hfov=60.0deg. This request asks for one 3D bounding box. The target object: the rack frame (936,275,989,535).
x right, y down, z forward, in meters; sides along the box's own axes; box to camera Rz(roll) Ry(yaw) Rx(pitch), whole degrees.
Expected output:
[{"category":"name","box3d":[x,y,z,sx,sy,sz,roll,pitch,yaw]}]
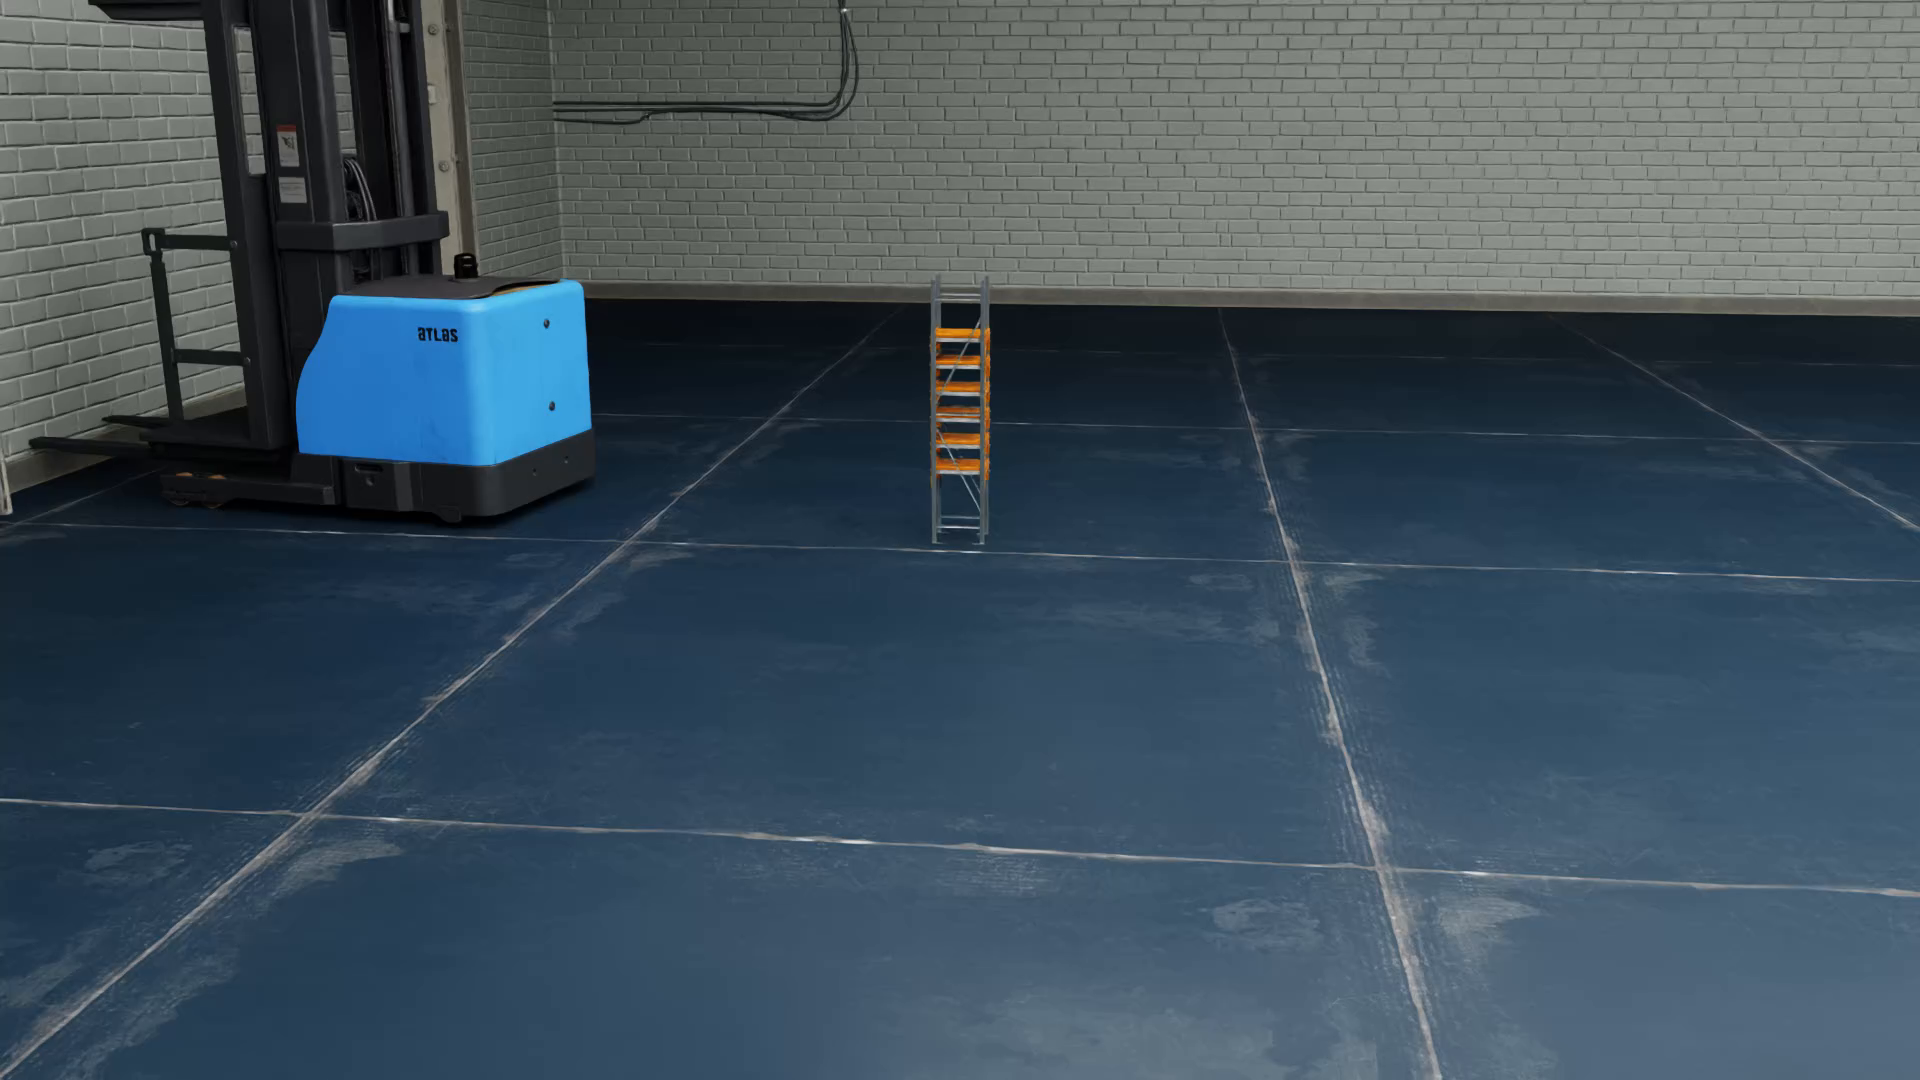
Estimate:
[{"category":"rack frame","box3d":[0.012,-0.607,7.607,0.240,1.200,0.006,2,15,6]}]

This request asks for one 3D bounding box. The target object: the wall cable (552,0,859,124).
[{"category":"wall cable","box3d":[-2.497,-5.216,15.660,3.097,2.526,0.112,2,15,6]}]

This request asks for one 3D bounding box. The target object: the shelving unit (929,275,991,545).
[{"category":"shelving unit","box3d":[0.002,-0.583,7.519,0.258,1.200,0.189,2,15,6]}]

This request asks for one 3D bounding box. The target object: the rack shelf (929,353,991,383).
[{"category":"rack shelf","box3d":[0.002,-0.772,7.468,0.258,0.103,0.180,2,15,6]}]

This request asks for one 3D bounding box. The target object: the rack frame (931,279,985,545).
[{"category":"rack frame","box3d":[-0.009,-0.559,7.432,0.240,1.200,0.006,2,15,6]}]

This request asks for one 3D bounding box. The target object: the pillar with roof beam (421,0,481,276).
[{"category":"pillar with roof beam","box3d":[0.134,-5.863,12.104,9.100,9.000,0.400,2,15,6]}]

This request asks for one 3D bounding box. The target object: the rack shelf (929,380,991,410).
[{"category":"rack shelf","box3d":[0.002,-0.656,7.500,0.258,0.103,0.180,2,15,6]}]

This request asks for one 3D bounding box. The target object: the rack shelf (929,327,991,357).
[{"category":"rack shelf","box3d":[0.002,-0.888,7.437,0.258,0.103,0.180,2,15,6]}]

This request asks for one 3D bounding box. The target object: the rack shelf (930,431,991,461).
[{"category":"rack shelf","box3d":[0.002,-0.424,7.562,0.258,0.103,0.180,2,15,6]}]

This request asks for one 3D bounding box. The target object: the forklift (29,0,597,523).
[{"category":"forklift","box3d":[-3.467,-1.696,8.320,3.031,2.935,1.130,5,16,17]}]

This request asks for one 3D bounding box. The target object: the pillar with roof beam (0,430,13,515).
[{"category":"pillar with roof beam","box3d":[-0.543,-4.307,6.349,9.100,9.000,0.400,2,15,6]}]

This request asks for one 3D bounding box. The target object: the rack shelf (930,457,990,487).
[{"category":"rack shelf","box3d":[0.002,-0.308,7.594,0.258,0.103,0.180,2,15,6]}]

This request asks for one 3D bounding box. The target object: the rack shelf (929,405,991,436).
[{"category":"rack shelf","box3d":[0.002,-0.540,7.531,0.258,0.103,0.180,2,15,6]}]
